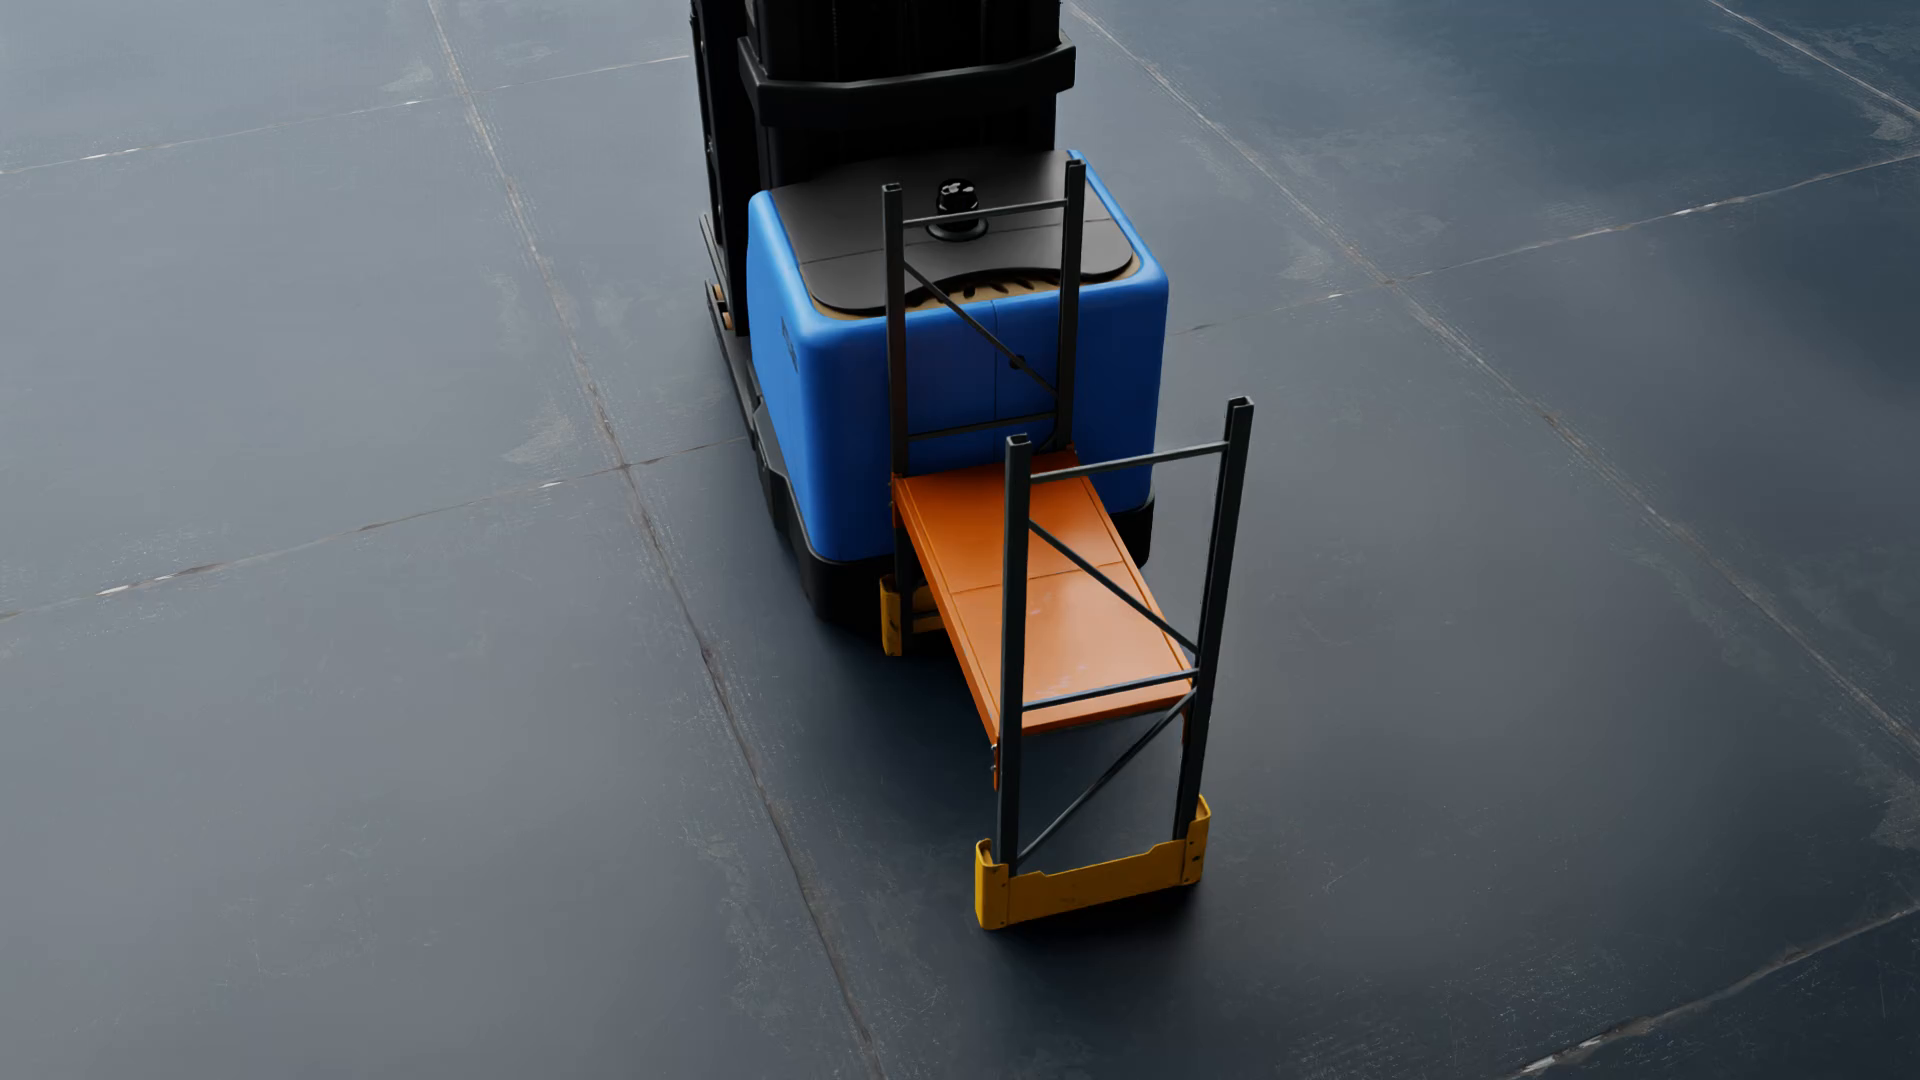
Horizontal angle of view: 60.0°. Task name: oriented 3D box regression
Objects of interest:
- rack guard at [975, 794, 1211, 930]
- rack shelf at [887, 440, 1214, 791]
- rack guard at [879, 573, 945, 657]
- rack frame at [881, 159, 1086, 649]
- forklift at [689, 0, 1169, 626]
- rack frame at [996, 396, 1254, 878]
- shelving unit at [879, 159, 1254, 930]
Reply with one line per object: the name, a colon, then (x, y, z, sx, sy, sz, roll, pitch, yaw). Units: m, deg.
rack guard: (0.327, 0.799, 4.129, 0.587, 0.250, 0.087, -10, 42, -12)
rack shelf: (0.196, 0.154, 4.196, 0.538, 0.185, 1.000, -10, 42, -12)
rack guard: (0.060, 0.173, 4.857, 0.587, 0.250, 0.087, -10, 42, -12)
rack frame: (0.059, -0.301, 4.450, 0.500, 1.500, 0.032, -10, 42, -12)
forklift: (-0.308, -1.832, 5.132, 1.130, 2.935, 3.031, -10, 42, -12)
rack frame: (0.333, 0.337, 3.708, 0.500, 1.500, 0.032, -10, 42, -12)
shelving unit: (0.194, 0.012, 4.086, 0.587, 1.500, 1.083, -10, 42, -12)
